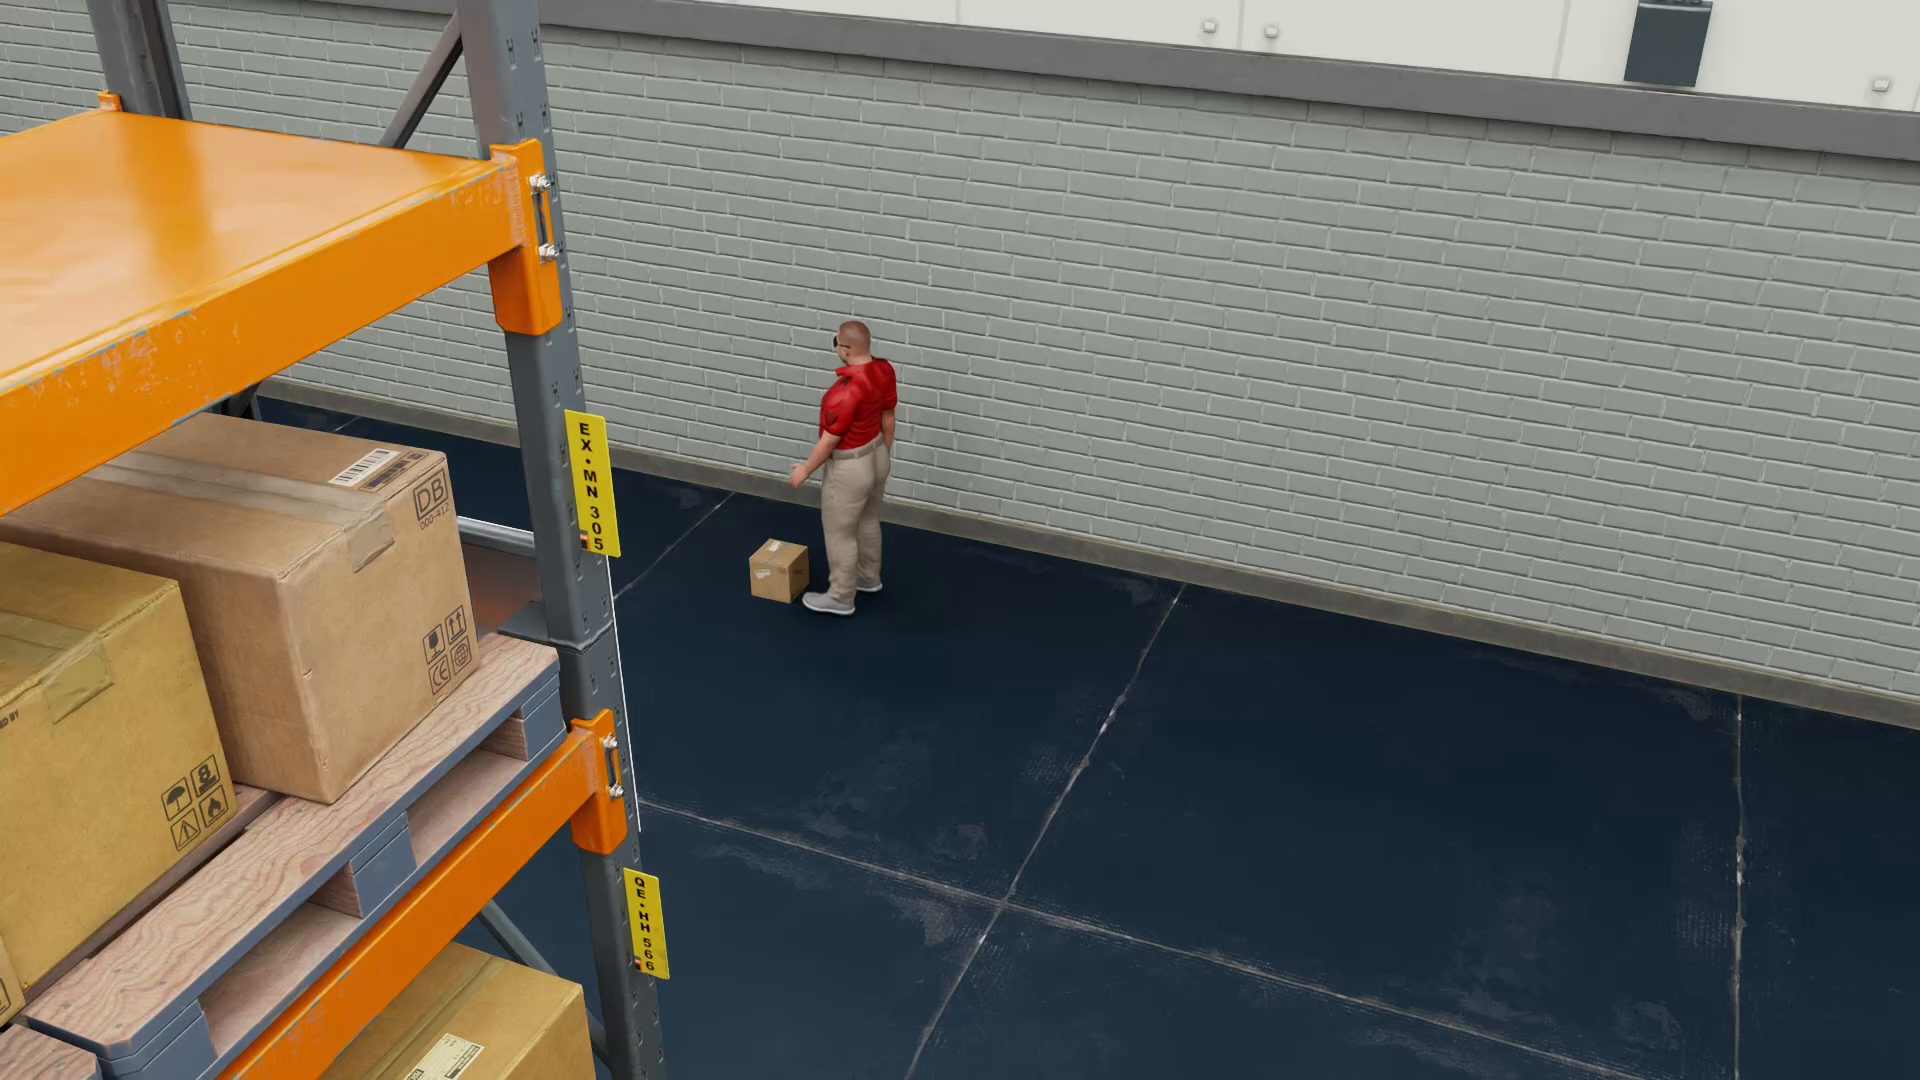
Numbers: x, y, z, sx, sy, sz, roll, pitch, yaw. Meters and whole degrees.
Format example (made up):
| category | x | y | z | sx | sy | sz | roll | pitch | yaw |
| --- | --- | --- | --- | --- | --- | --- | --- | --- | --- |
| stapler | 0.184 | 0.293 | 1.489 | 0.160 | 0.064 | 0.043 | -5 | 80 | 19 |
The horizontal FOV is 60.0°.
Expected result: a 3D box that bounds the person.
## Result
| category | x | y | z | sx | sy | sz | roll | pitch | yaw |
| --- | --- | --- | --- | --- | --- | --- | --- | --- | --- |
| person | -0.632 | -0.391 | 9.097 | 0.459 | 1.753 | 0.552 | 14 | 32 | 23 |
